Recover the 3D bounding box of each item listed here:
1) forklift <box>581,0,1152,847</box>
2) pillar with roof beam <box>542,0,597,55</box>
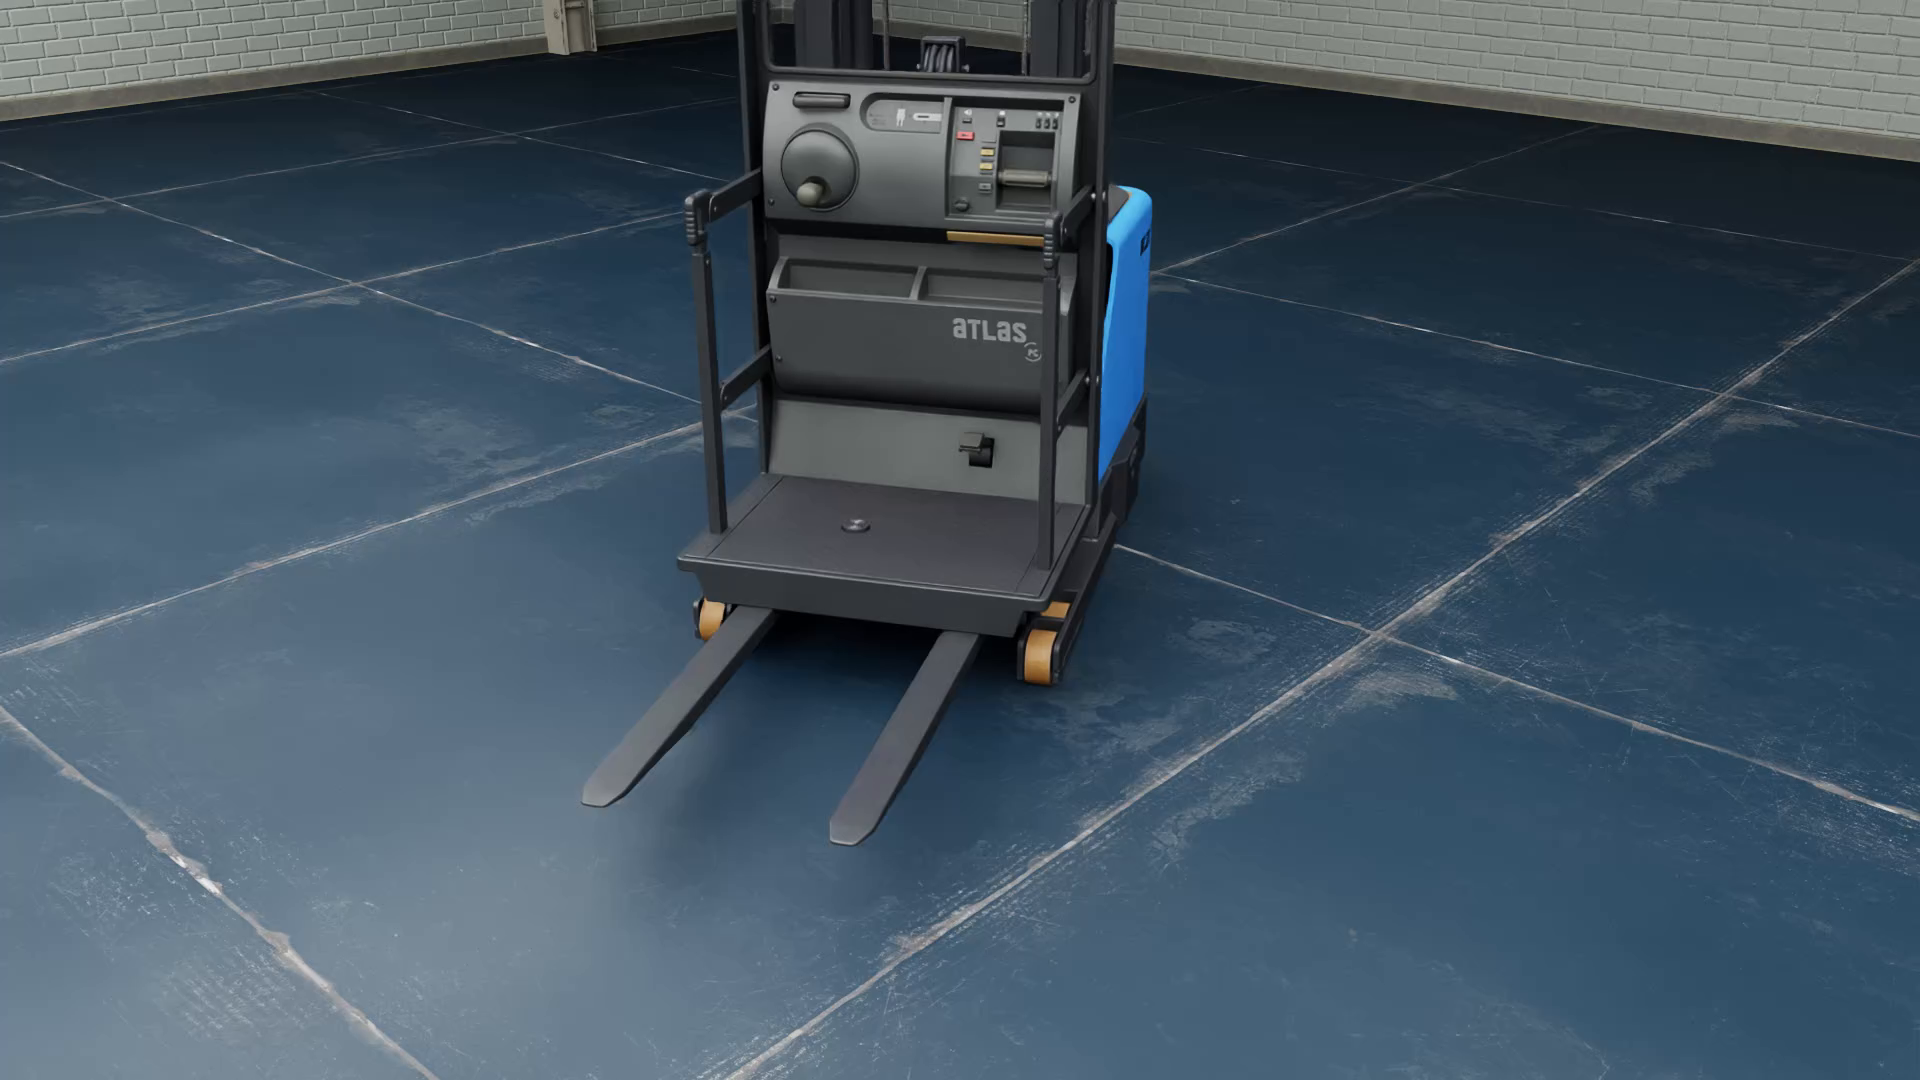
[{"bbox_3d":[-0.170,-1.090,4.598,1.130,2.935,3.031,6,25,13],"label":"forklift"},{"bbox_3d":[-0.684,-7.833,12.221,9.100,9.000,0.400,20,31,38],"label":"pillar with roof beam"}]
